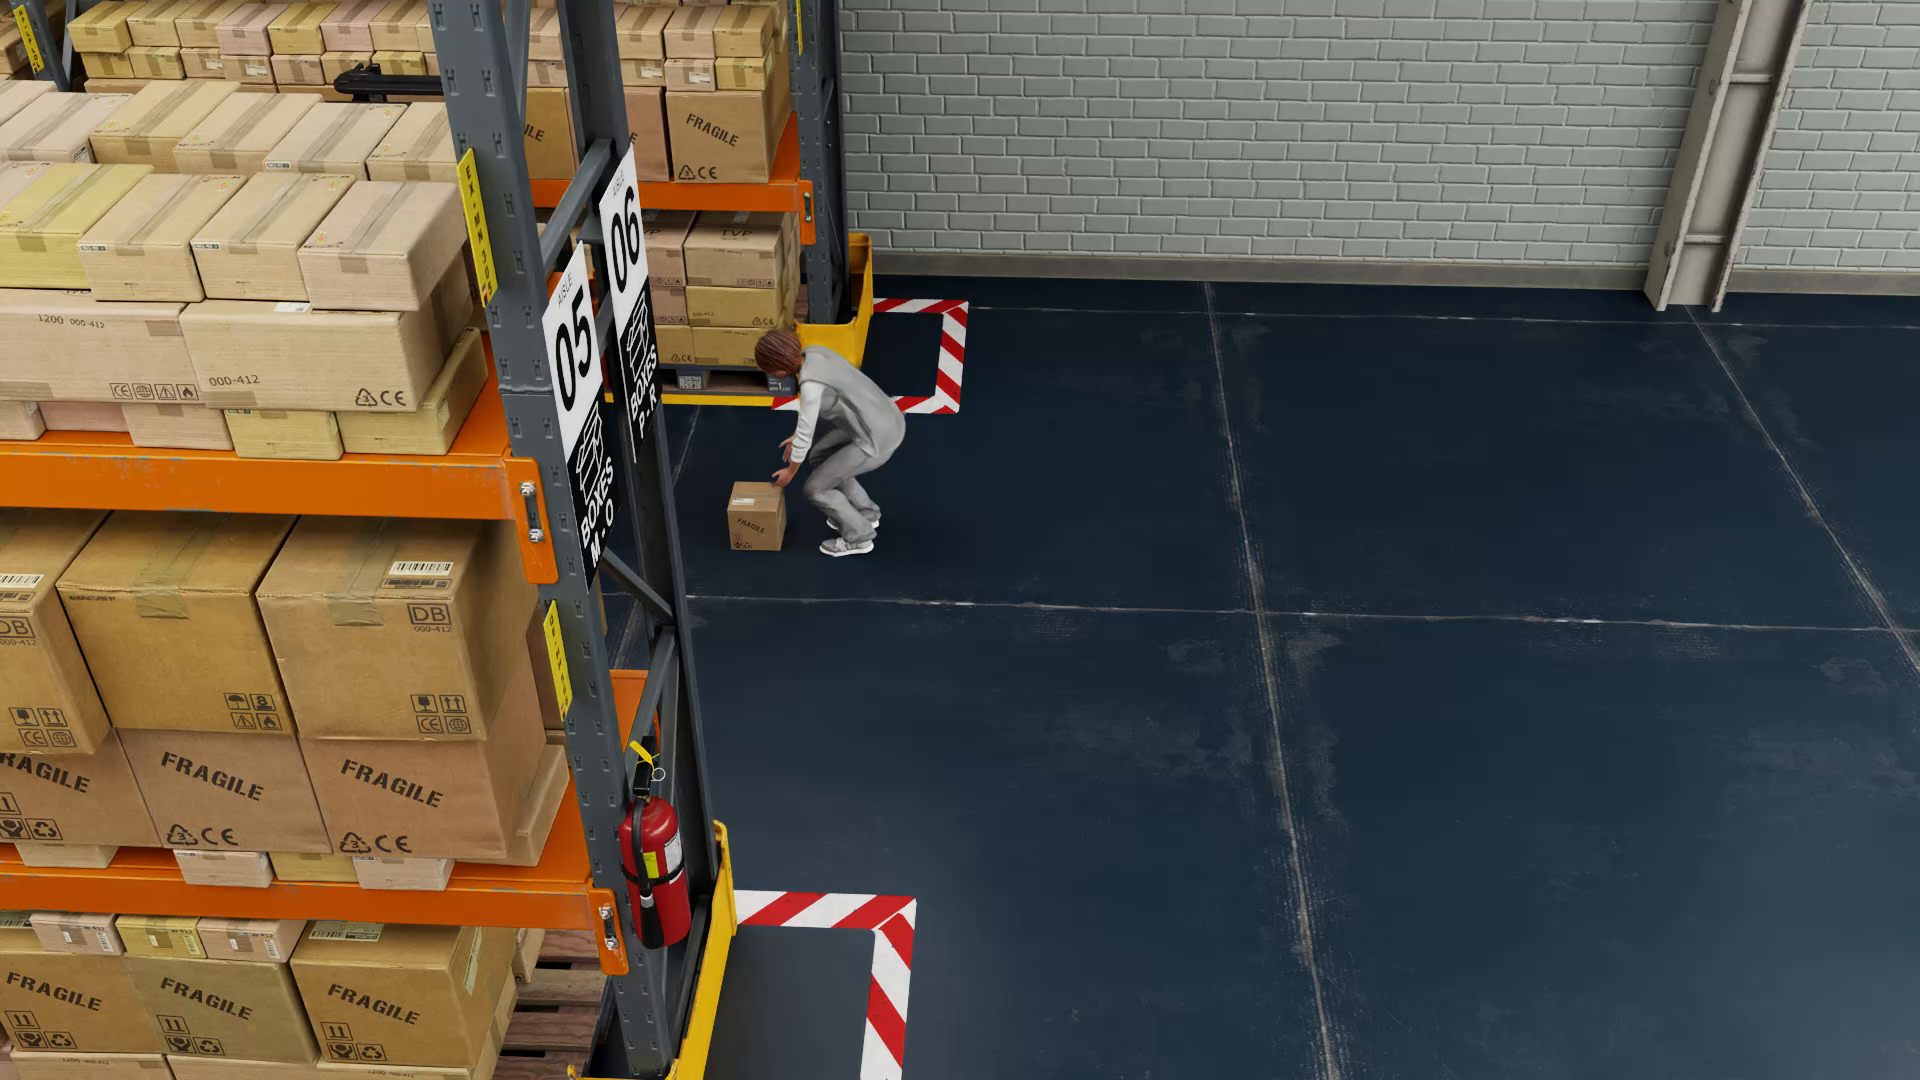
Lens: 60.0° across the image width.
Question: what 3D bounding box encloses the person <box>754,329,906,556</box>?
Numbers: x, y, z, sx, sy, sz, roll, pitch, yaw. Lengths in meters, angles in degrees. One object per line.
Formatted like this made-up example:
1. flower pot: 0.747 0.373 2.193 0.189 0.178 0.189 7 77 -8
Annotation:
1. person: -0.614 -0.476 8.101 0.701 1.214 0.462 1 36 2
